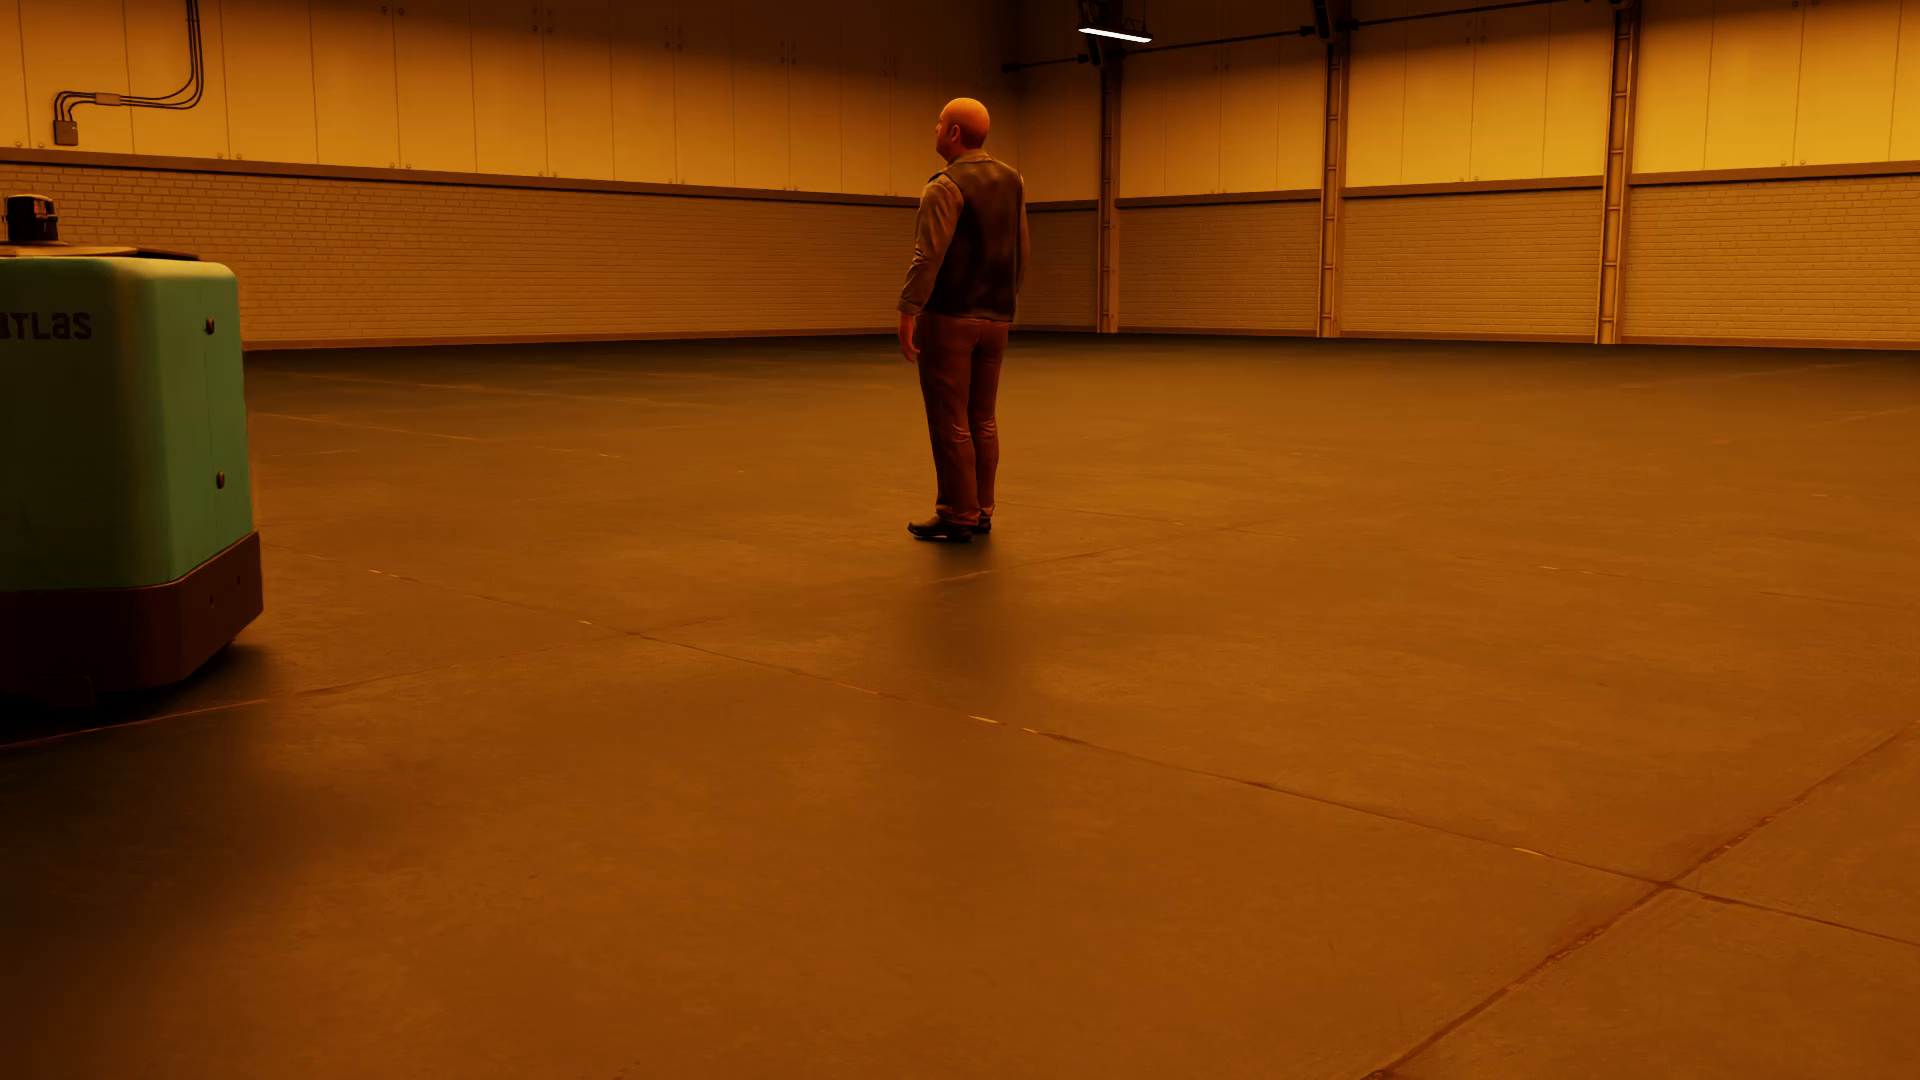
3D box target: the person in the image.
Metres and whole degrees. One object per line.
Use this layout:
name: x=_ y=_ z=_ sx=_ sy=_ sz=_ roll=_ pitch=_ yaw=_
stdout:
person: x=-0.039 y=-0.866 z=6.636 sx=0.568 sy=1.720 sz=0.632 roll=8 pitch=12 yaw=43

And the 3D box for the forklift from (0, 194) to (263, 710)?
forklift: x=-3.435 y=-1.063 z=3.933 sx=3.031 sy=2.935 sz=1.130 roll=-2 pitch=9 yaw=-11
